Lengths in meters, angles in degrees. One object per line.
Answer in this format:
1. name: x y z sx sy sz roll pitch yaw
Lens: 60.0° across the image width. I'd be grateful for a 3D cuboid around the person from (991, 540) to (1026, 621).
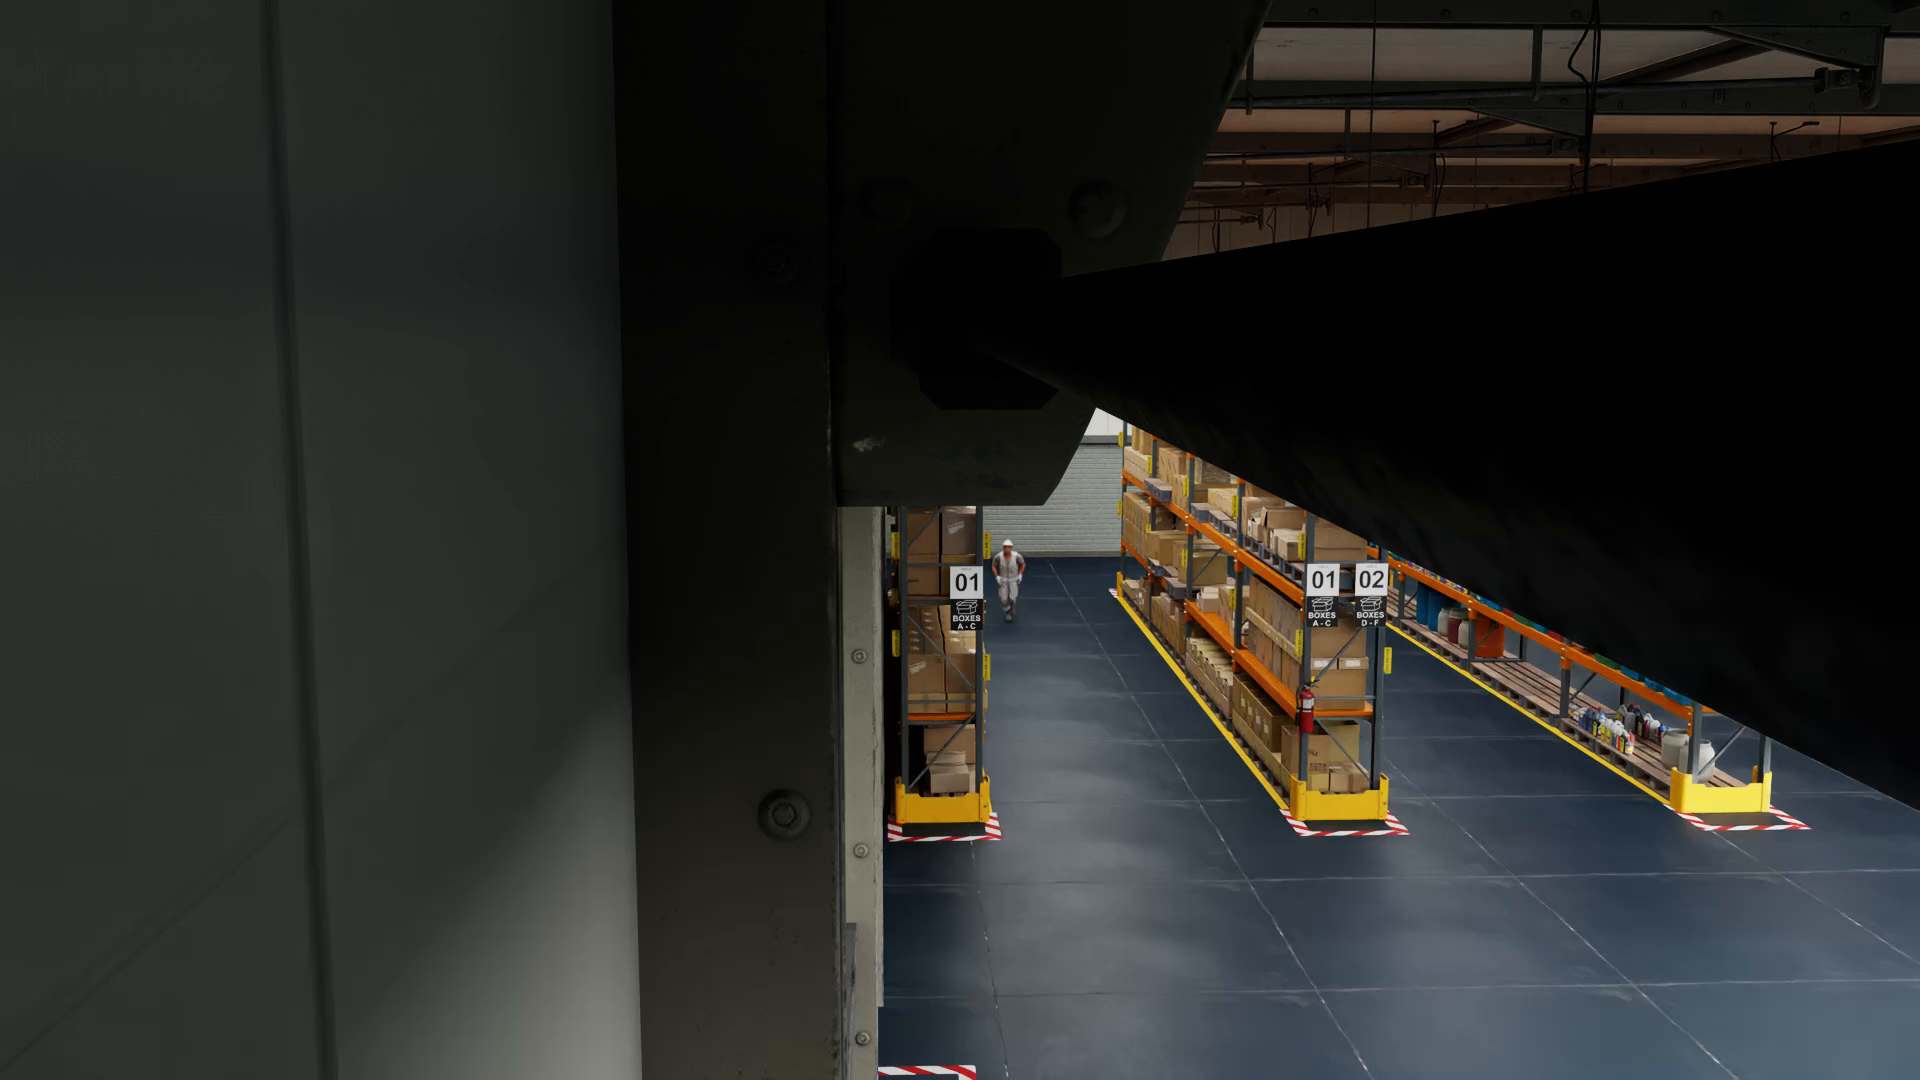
1. person: 0.971 0.813 33.421 0.685 1.686 0.642 1 8 4
